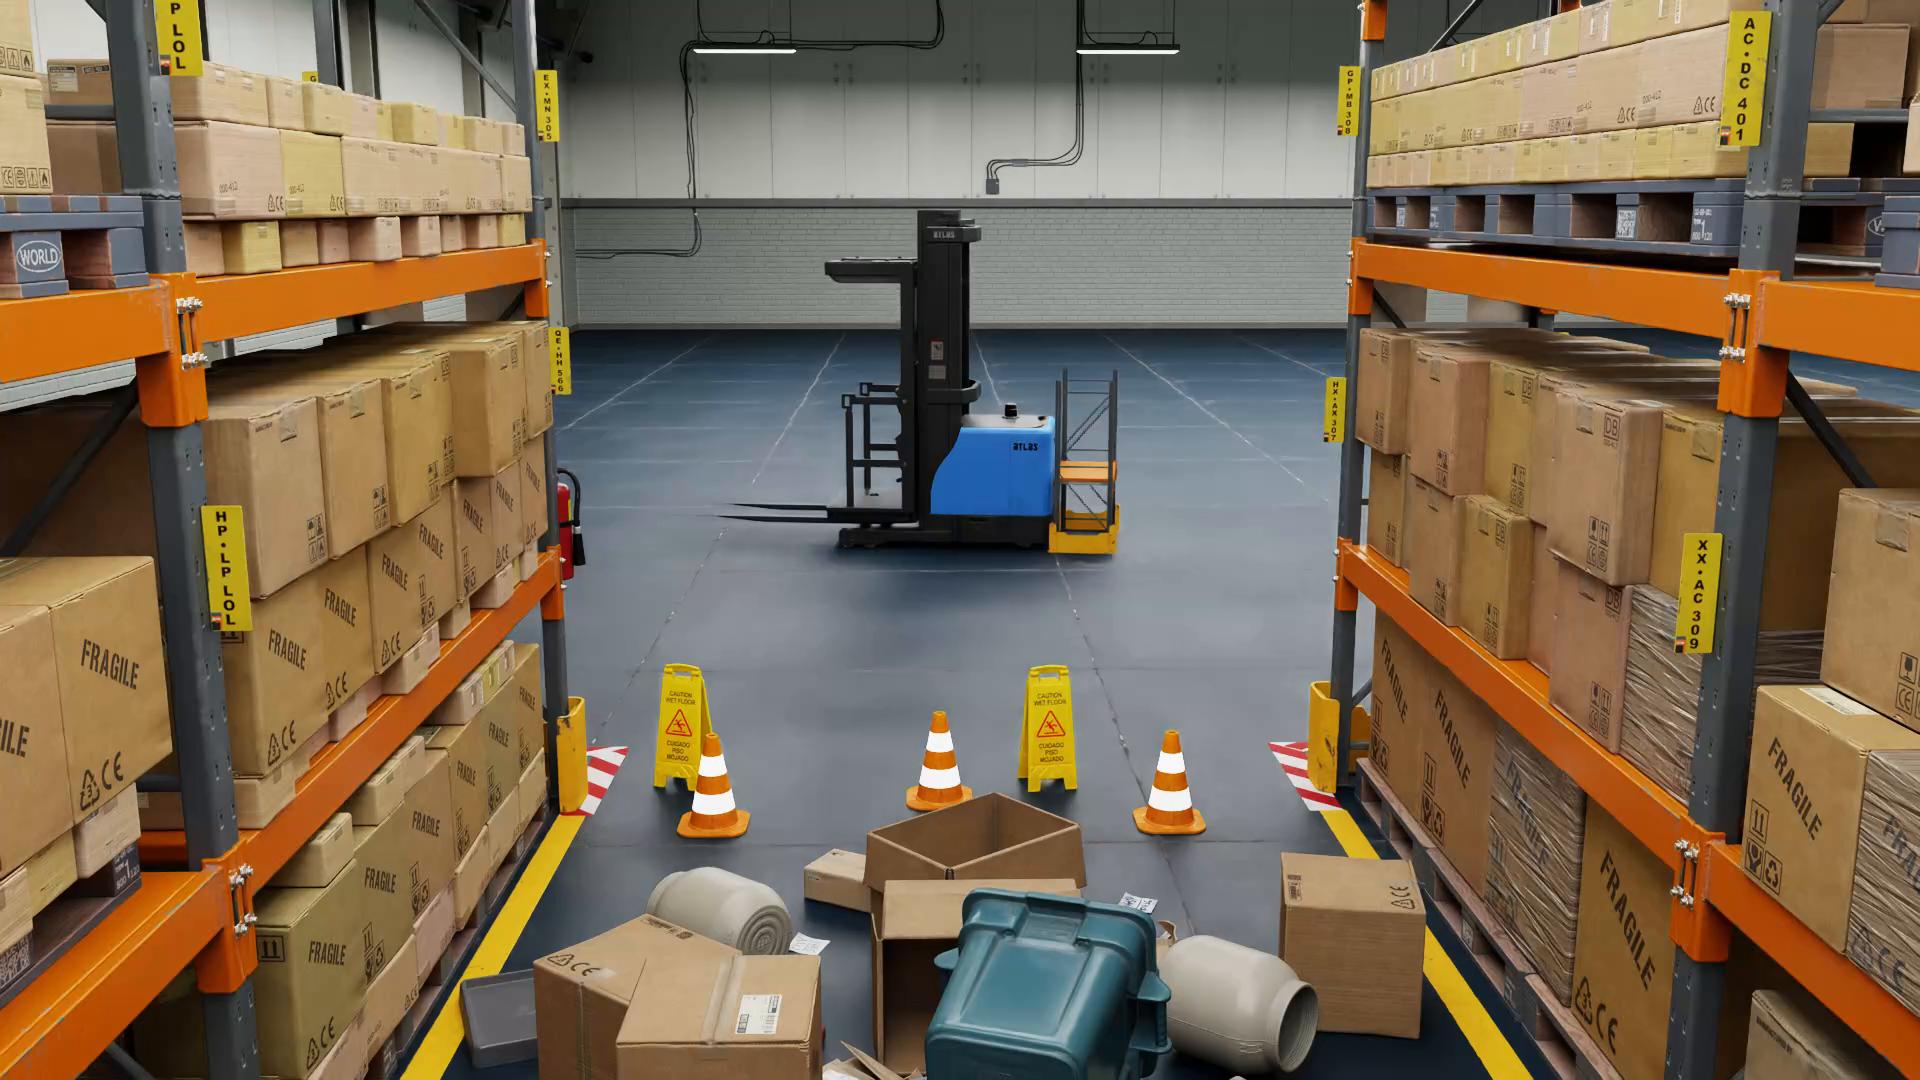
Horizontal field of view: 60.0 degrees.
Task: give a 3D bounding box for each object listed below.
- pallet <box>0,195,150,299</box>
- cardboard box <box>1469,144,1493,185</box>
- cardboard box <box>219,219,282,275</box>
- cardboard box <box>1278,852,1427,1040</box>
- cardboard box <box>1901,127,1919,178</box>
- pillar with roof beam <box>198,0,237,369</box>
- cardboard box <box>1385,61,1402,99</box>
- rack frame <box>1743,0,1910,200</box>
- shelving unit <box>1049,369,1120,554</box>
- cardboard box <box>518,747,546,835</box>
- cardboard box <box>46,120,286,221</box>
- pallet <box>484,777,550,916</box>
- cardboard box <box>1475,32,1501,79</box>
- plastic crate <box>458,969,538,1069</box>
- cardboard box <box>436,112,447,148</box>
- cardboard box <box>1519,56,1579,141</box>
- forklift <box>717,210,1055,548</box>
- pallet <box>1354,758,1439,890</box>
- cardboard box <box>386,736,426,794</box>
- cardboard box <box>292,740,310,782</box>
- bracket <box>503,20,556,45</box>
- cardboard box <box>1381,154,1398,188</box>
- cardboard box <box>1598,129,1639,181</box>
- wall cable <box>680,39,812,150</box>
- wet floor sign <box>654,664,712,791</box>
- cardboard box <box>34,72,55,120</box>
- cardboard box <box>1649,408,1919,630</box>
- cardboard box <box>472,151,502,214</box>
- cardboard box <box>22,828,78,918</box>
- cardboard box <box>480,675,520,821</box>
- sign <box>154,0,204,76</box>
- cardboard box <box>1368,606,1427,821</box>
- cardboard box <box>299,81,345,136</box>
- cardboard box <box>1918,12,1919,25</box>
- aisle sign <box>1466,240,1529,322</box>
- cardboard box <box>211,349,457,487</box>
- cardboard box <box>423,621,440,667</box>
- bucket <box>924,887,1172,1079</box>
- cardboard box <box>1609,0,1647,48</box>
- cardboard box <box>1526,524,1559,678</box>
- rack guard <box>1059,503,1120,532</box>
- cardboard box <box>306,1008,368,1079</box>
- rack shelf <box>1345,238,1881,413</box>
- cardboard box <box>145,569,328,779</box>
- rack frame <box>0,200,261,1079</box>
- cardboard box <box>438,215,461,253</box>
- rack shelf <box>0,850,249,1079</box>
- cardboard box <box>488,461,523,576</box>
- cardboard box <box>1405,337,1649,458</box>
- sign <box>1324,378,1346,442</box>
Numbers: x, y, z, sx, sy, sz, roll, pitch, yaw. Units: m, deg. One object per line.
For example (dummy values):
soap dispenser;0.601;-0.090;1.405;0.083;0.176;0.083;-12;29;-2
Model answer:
pallet;-2.518;-0.611;3.454;1.213;0.211;1.003;0;11;-1
cardboard box;2.159;-1.422;6.306;0.380;0.149;0.250;0;11;-1
cardboard box;-2.132;-0.818;4.635;0.380;0.149;0.250;0;11;-1
cardboard box;1.465;1.523;6.288;0.500;0.500;0.500;2;12;9
cardboard box;2.855;-1.072;4.578;0.380;0.149;0.250;0;11;-2
pillar with roof beam;-4.300;-5.331;18.704;9.100;9.000;0.400;0;11;-1
cardboard box;2.133;-2.067;7.476;0.380;0.149;0.250;0;11;-1
rack frame;2.523;-2.337;3.943;1.000;3.000;0.127;0;11;-1
shelving unit;1.130;-0.725;14.858;0.587;1.500;1.083;1;12;7
cardboard box;-2.221;1.155;7.681;0.500;0.250;0.500;0;11;-1
cardboard box;-2.159;-0.987;4.464;0.500;0.250;0.500;0;11;-2
pallet;-2.524;1.392;7.666;1.003;0.211;1.213;0;11;-1
cardboard box;2.160;-1.813;6.225;0.380;0.149;0.250;0;11;0
plastic crate;-1.637;1.759;6.186;0.402;0.080;0.583;-4;12;-21
cardboard box;-2.262;-1.621;6.589;0.380;0.149;0.250;0;11;-1
cardboard box;2.237;-1.490;5.638;0.500;0.250;0.500;0;11;-2
forklift;-0.657;-1.470;14.934;3.031;2.935;1.130;1;12;6
pallet;2.535;1.334;7.954;1.003;0.211;1.213;0;11;-1
cardboard box;-2.130;0.801;5.907;0.380;0.149;0.250;0;11;2
cardboard box;-2.167;0.653;4.927;0.380;0.149;0.250;0;11;0
bracket;-8.559;-10.062;32.971;0.076;0.066;4.783;0;11;-1
cardboard box;2.133;-1.673;7.542;0.380;0.149;0.250;0;11;-1
cardboard box;2.183;-1.171;5.065;0.380;0.149;0.250;0;11;0
wall cable;-5.010;-10.447;39.028;3.097;2.526;0.112;0;11;-1
wet floor sign;-1.441;0.961;8.702;0.267;0.644;0.232;4;12;18
cardboard box;-2.731;-1.207;4.547;0.380;0.149;0.250;-1;11;-3
cardboard box;2.550;-0.073;4.780;0.875;0.550;0.550;0;11;-1
cardboard box;-2.231;-1.493;6.958;0.500;0.250;0.500;0;11;-2
cardboard box;-2.150;0.715;3.566;0.380;0.149;0.250;-1;11;-3
cardboard box;-2.215;0.885;7.126;0.500;0.500;0.500;0;11;1
sign;-1.869;-1.275;3.966;0.100;0.325;0.005;0;11;-1
cardboard box;2.520;0.778;7.965;0.875;0.875;0.875;0;11;-1
cardboard box;-2.114;-1.314;5.074;0.380;0.149;0.250;0;11;-2
cardboard box;2.855;-1.463;4.499;0.380;0.149;0.250;0;11;-1
aisle sign;2.739;-1.481;8.276;0.394;0.787;0.004;0;11;-1
cardboard box;-2.290;-0.434;6.139;0.700;0.500;0.500;0;11;-2
cardboard box;-2.160;0.399;6.180;0.380;0.149;0.250;0;11;-1
bucket;0.215;1.445;4.801;0.726;0.611;0.620;4;22;18
cardboard box;2.187;-1.560;4.981;0.380;0.149;0.250;0;11;-1
cardboard box;2.576;0.240;5.956;0.875;0.550;0.550;0;11;-1
rack guard;1.190;-0.210;15.467;0.587;0.250;0.087;1;12;7
cardboard box;-2.166;1.667;5.156;0.500;0.250;0.500;-1;11;-4
rack shelf;2.481;-0.911;6.273;1.077;0.370;4.000;0;11;-1
cardboard box;-2.154;0.361;4.738;0.500;0.500;0.500;0;11;-1
rack frame;-2.424;0.644;4.340;1.000;3.000;0.127;0;11;-1
cardboard box;-2.219;-1.226;6.646;0.380;0.149;0.250;0;11;-2
rack shelf;-2.383;1.394;2.452;1.077;0.370;4.000;0;11;-1
cardboard box;-2.214;-0.140;7.203;0.500;0.500;0.500;0;11;-1
cardboard box;2.513;-0.611;7.435;0.875;0.550;0.550;0;11;-1
sign;1.885;-0.654;8.360;0.100;0.325;0.005;0;11;-1
